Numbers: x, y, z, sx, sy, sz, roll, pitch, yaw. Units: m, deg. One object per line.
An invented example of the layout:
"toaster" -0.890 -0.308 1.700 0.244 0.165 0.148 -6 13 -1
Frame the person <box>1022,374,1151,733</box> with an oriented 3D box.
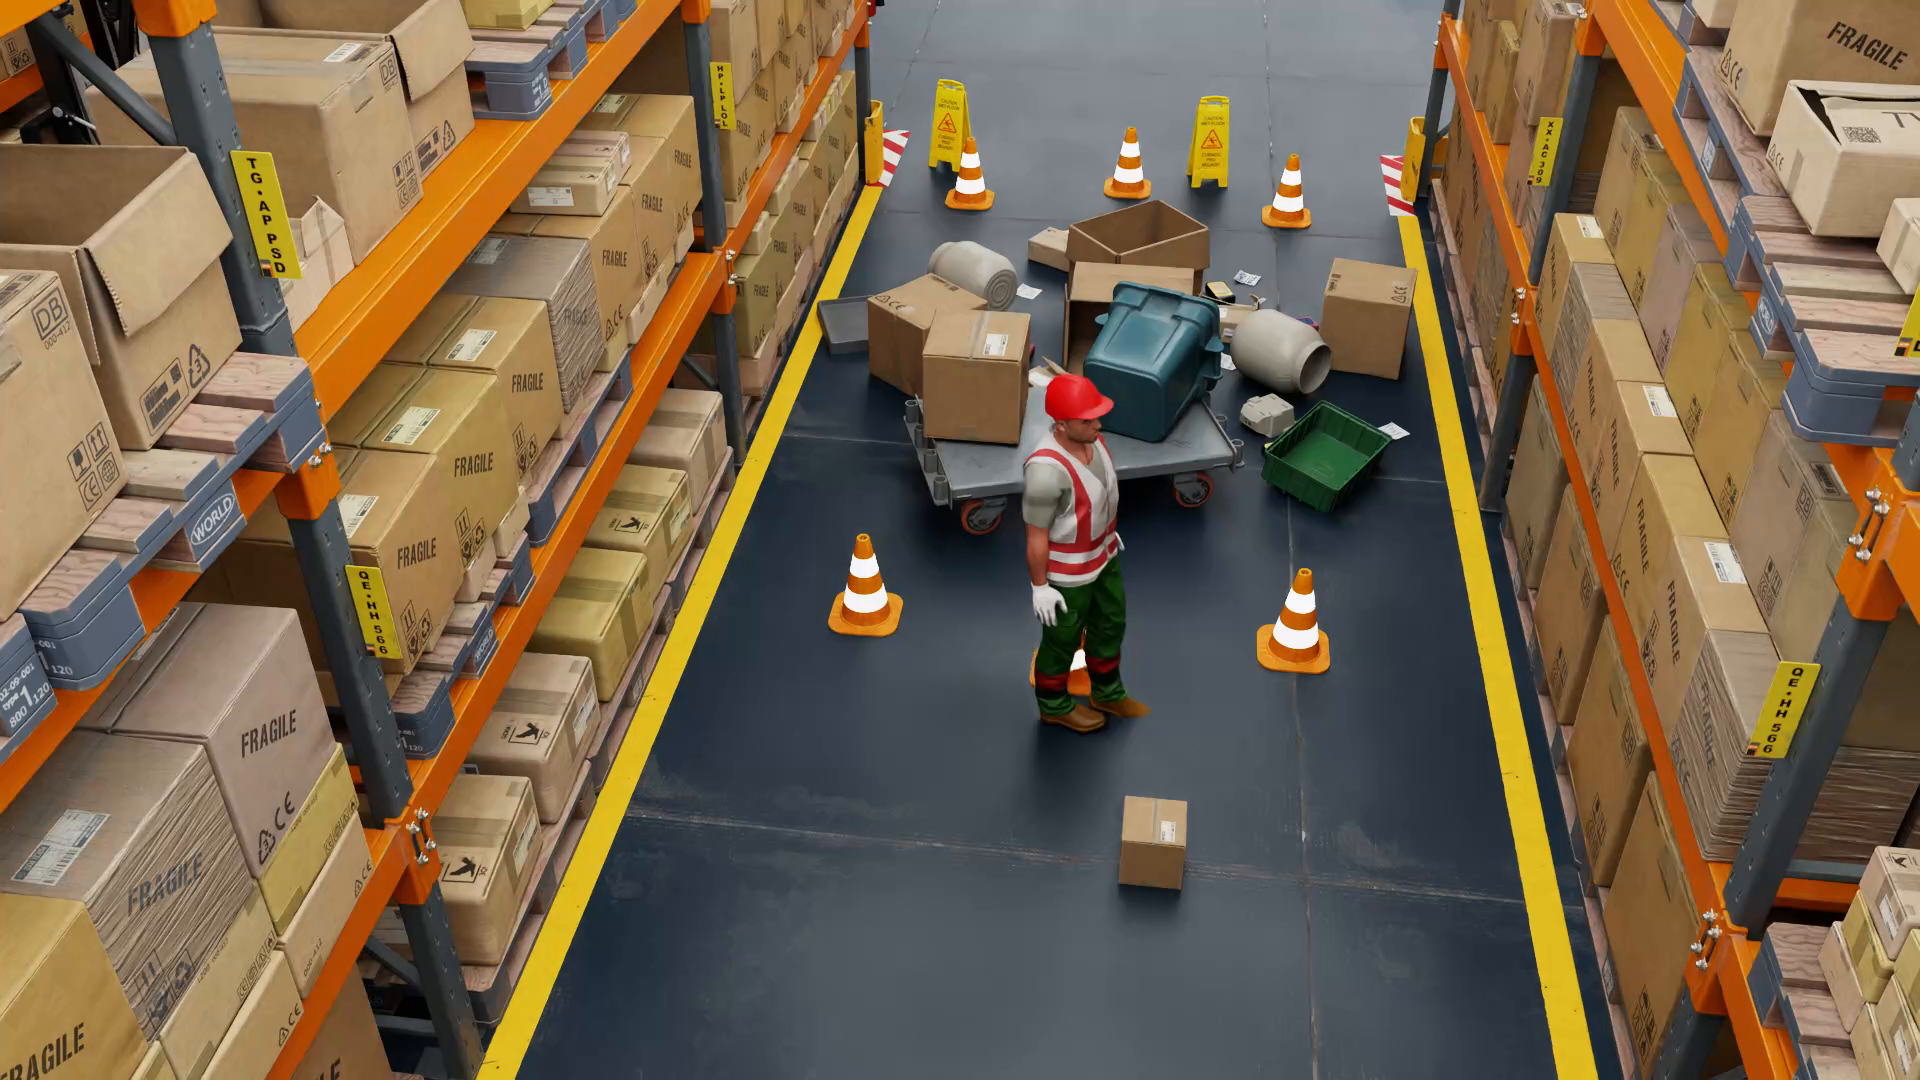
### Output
"person" 0.536 0.126 6.873 0.480 1.838 0.581 18 40 23
